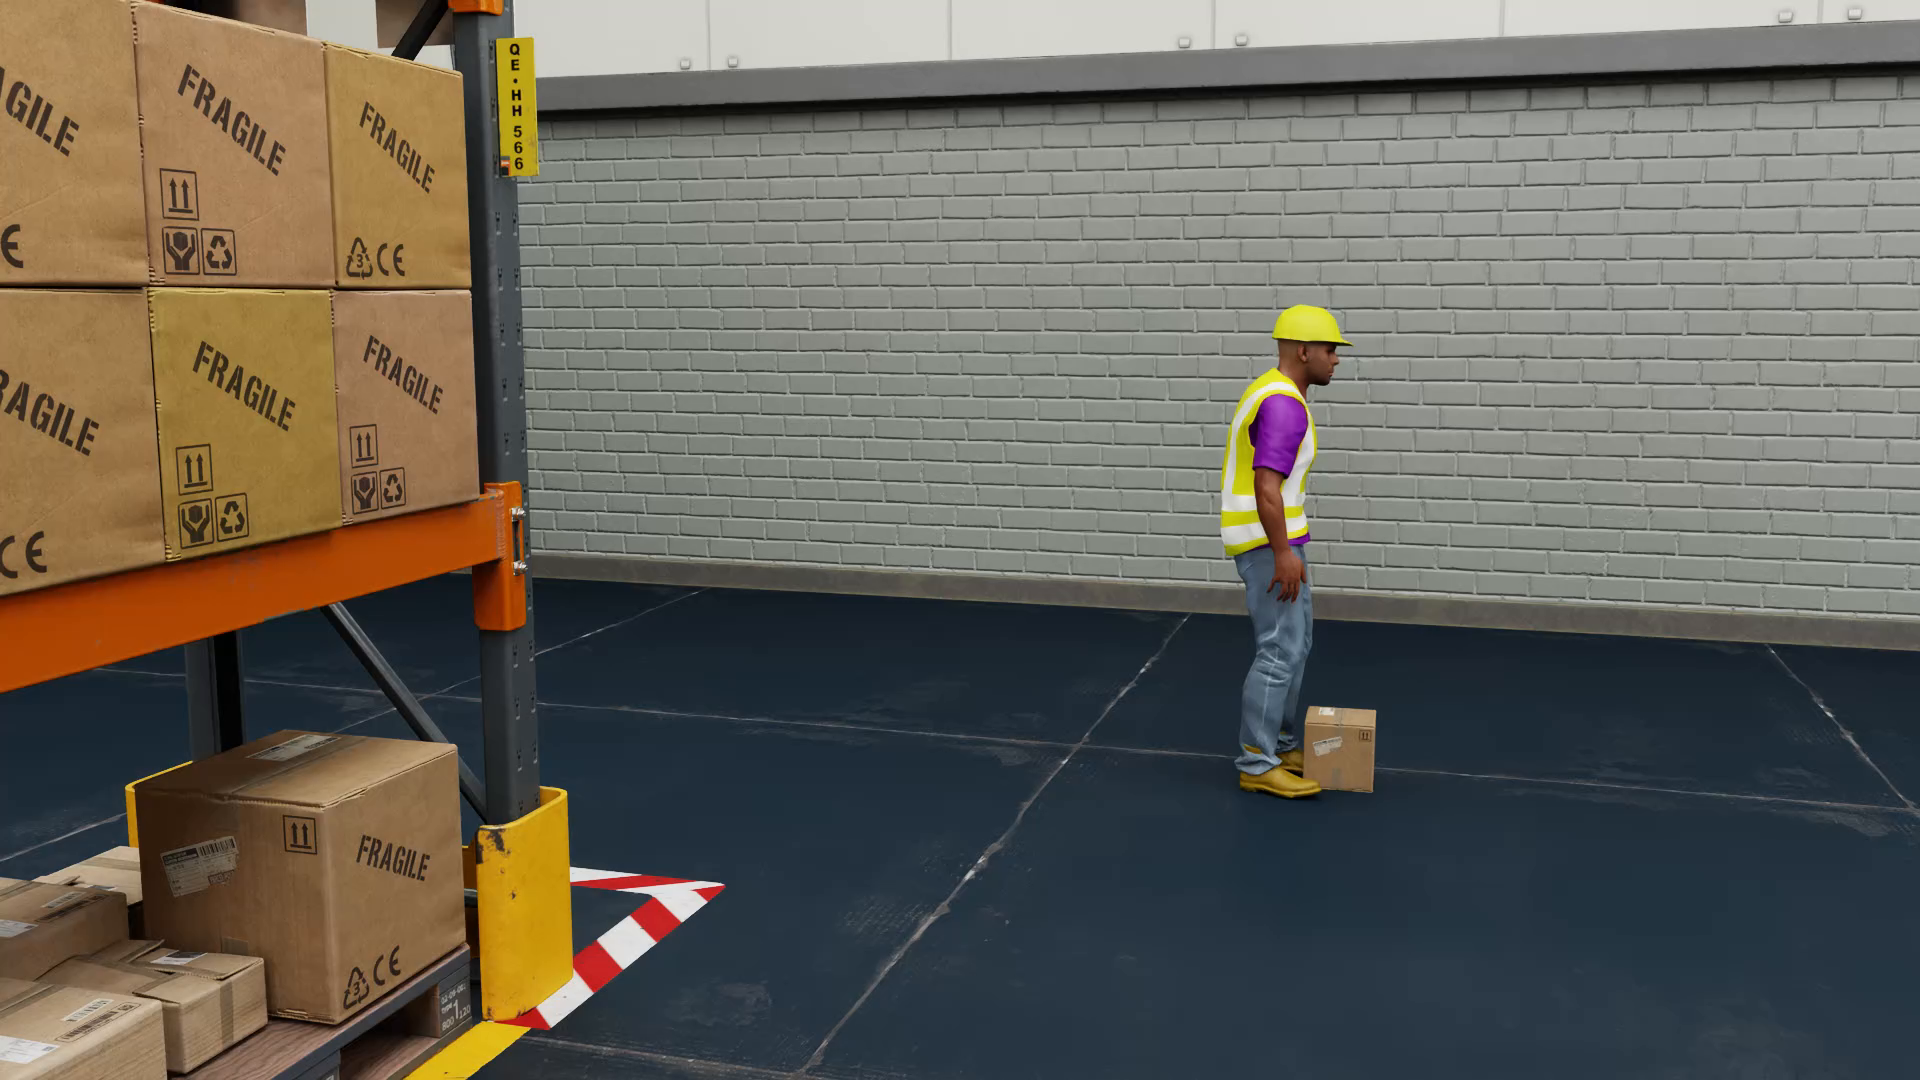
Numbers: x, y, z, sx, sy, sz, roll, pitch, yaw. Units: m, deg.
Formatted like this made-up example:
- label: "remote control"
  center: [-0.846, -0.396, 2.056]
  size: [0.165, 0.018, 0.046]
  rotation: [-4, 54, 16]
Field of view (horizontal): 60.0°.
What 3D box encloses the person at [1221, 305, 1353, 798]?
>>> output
- label: "person"
  center: [1.190, 0.020, 6.132]
  size: [0.460, 1.759, 0.634]
  rotation: [2, 8, 13]
